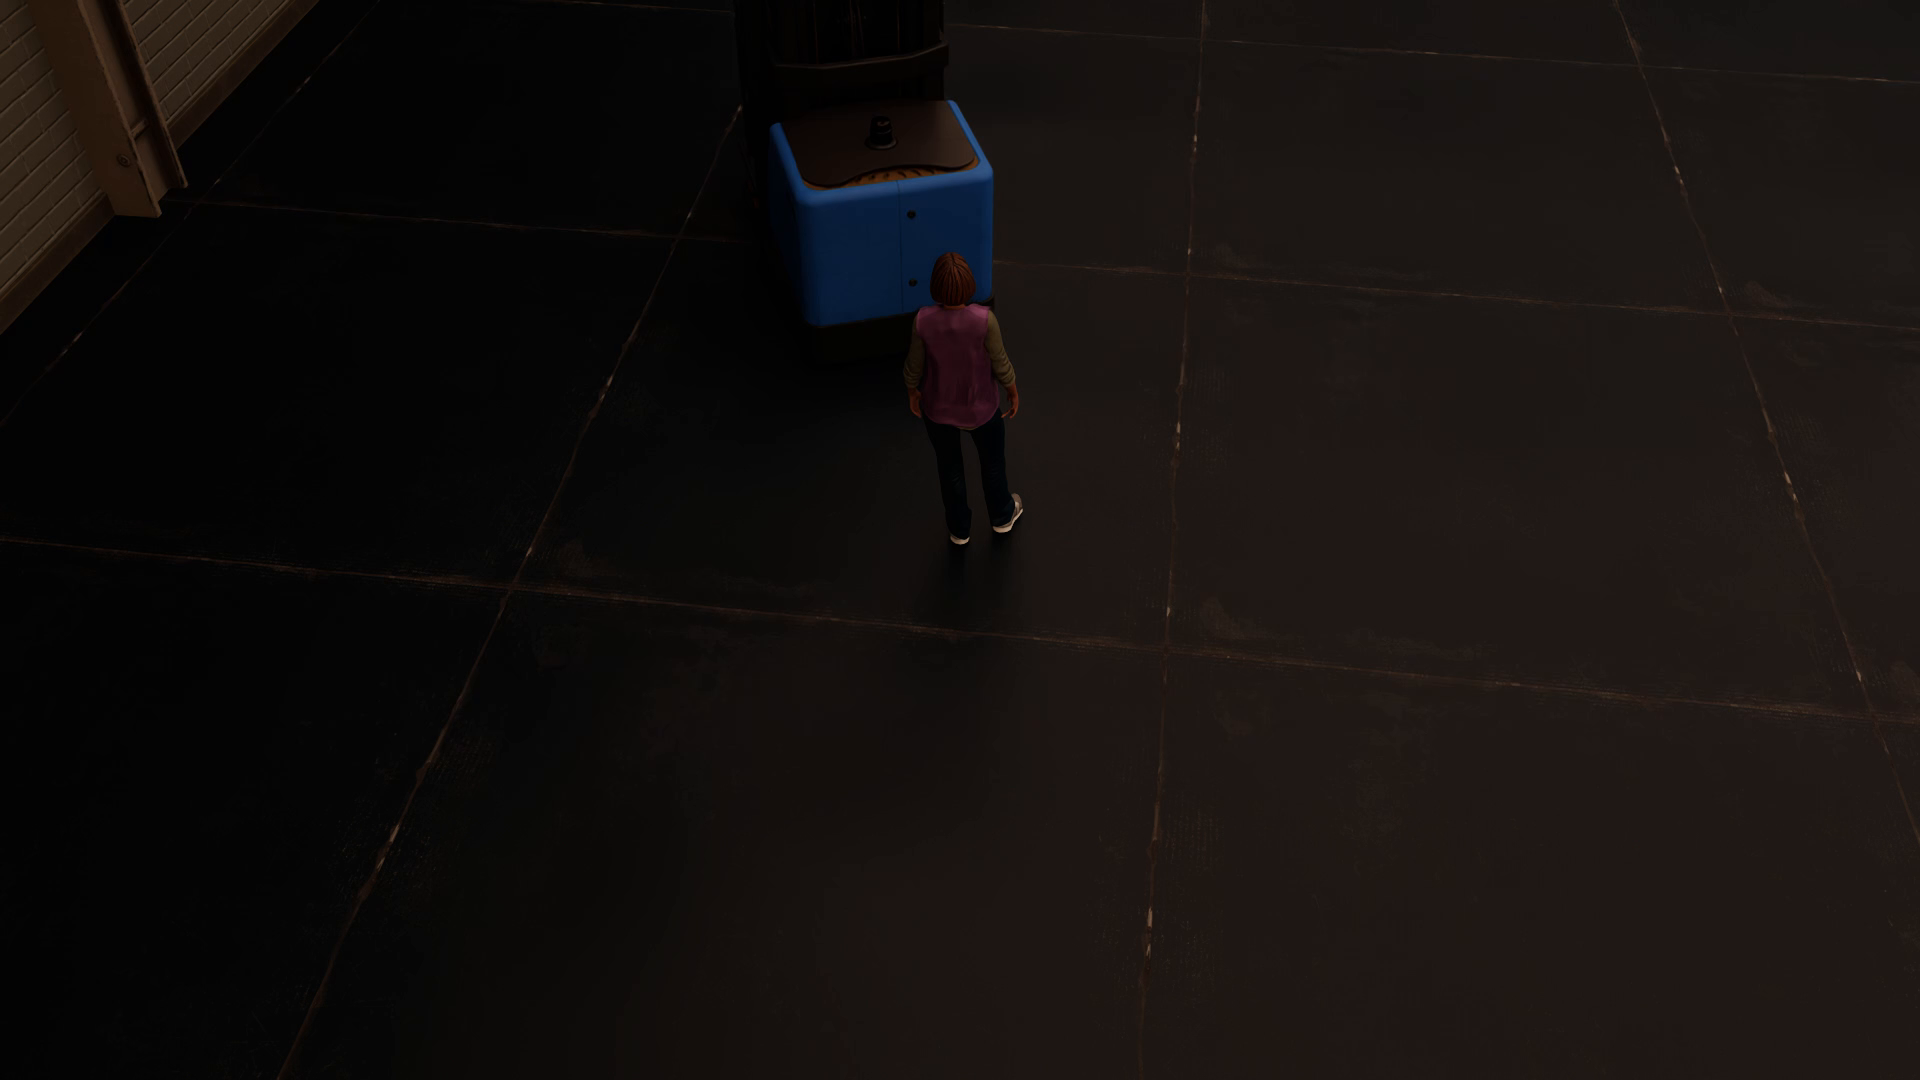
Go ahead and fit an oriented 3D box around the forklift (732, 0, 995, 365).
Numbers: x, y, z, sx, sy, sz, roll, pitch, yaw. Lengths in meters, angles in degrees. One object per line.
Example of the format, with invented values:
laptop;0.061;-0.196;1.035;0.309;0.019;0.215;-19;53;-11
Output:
forklift;-0.691;-3.017;9.009;1.130;2.935;3.031;-10;44;-11

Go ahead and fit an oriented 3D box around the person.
person;0.024;-0.641;7.398;0.520;1.596;0.476;5;43;6
